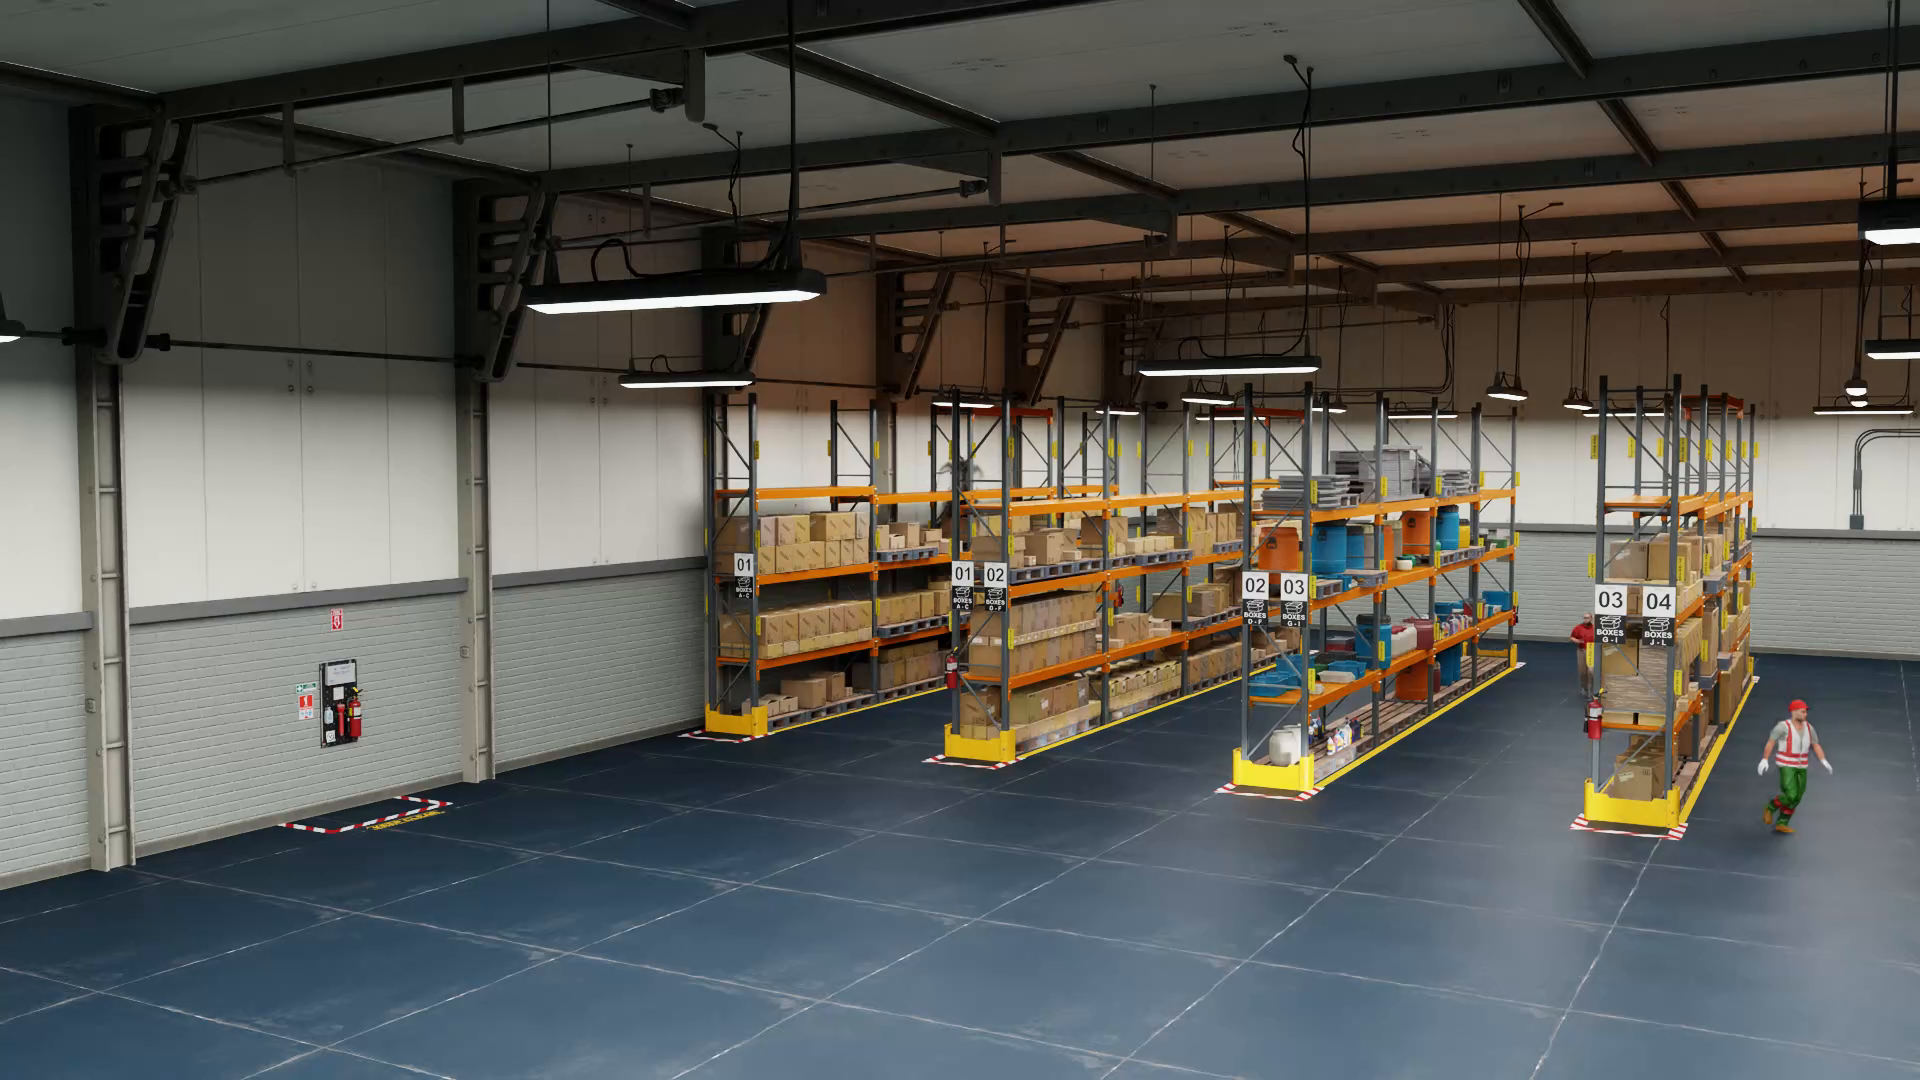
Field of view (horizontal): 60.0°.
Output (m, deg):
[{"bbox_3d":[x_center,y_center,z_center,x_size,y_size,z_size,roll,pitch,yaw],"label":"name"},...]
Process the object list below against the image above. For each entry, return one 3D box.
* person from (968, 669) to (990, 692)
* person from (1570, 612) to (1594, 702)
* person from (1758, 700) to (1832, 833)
[{"bbox_3d":[0.435,2.433,34.019,0.590,1.439,0.927,2,4,32],"label":"person"},{"bbox_3d":[12.611,2.343,33.407,0.652,1.798,0.871,1,3,25],"label":"person"},{"bbox_3d":[10.850,2.954,21.616,0.685,1.750,0.669,-1,3,-14],"label":"person"}]
